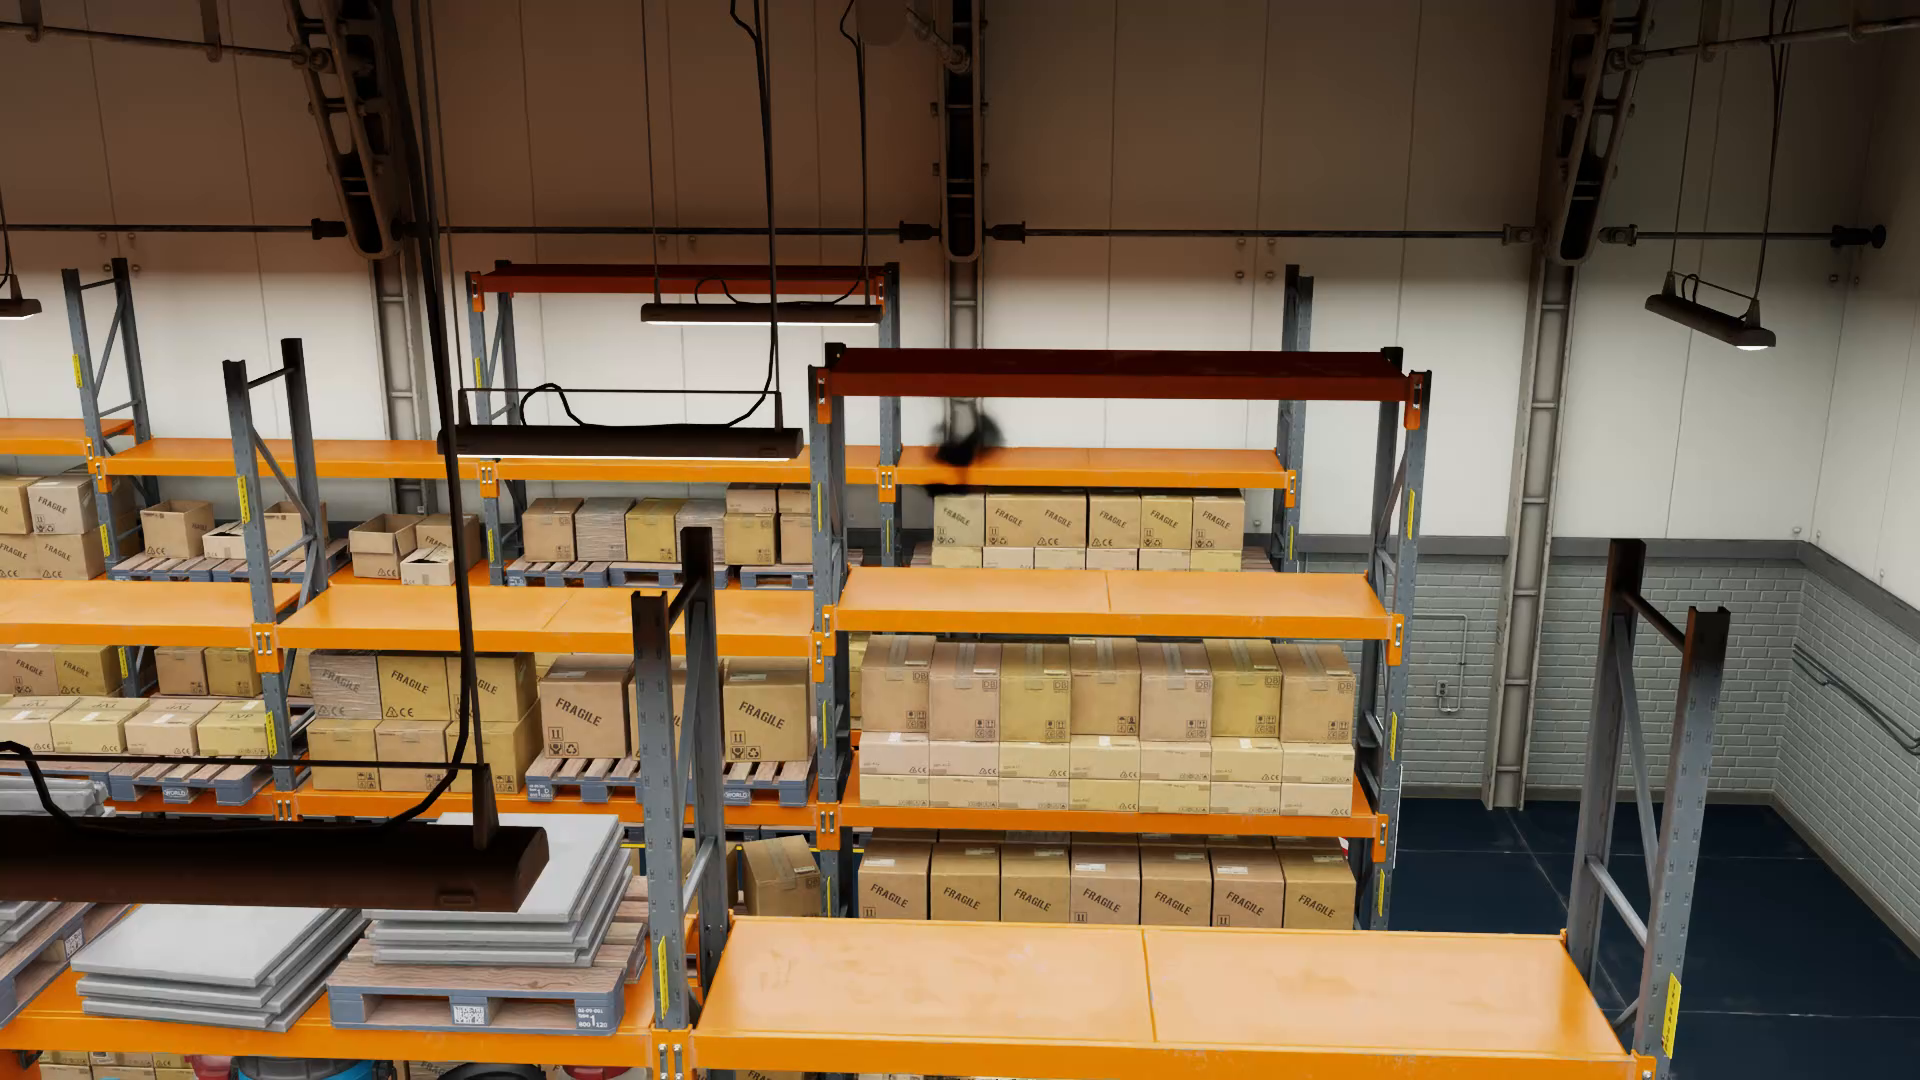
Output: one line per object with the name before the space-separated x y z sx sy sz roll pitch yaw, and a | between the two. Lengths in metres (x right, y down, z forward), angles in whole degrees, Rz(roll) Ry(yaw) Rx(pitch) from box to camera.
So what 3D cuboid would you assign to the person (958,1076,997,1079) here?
person | 0.087 4.195 10.975 0.734 1.825 0.639 -2 16 -6
